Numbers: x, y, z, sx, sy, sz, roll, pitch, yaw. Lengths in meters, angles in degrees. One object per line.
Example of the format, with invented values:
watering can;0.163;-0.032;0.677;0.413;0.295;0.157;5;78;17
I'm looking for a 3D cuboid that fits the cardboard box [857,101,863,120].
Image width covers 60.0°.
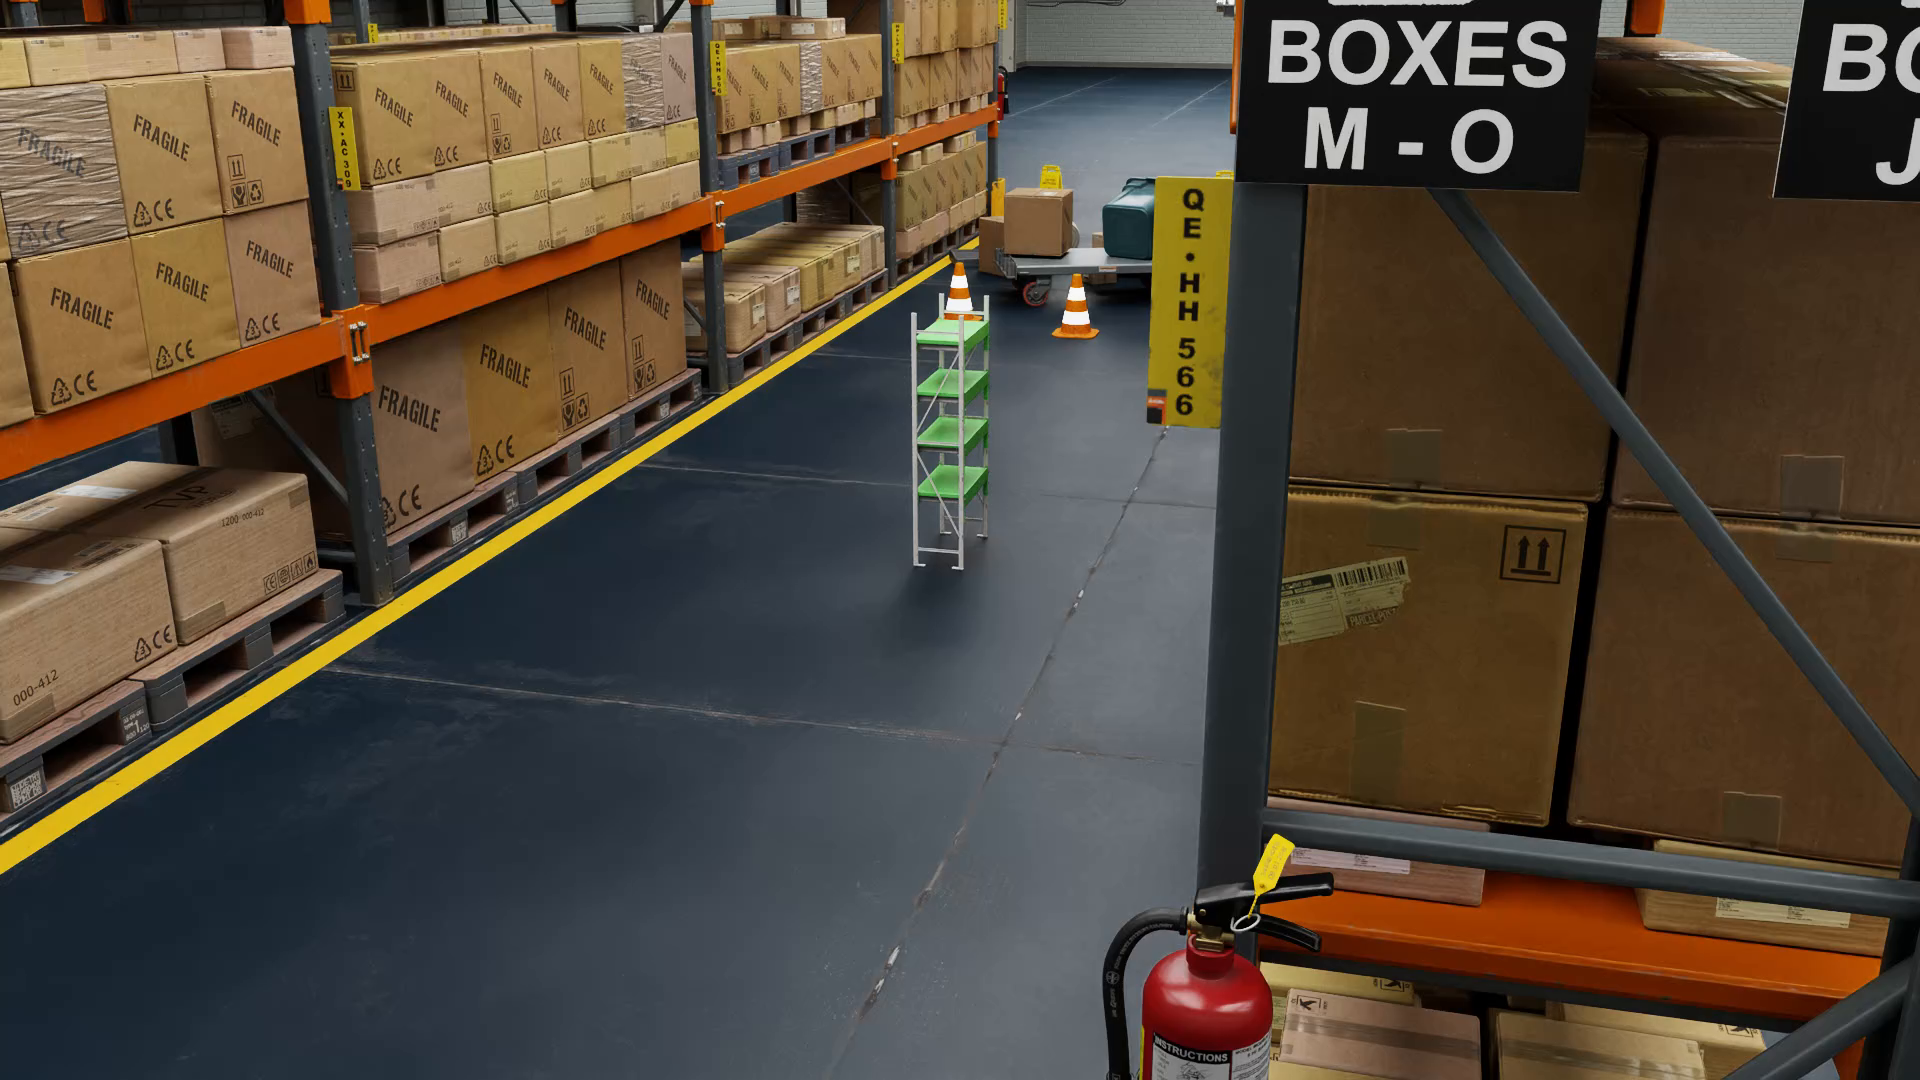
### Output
cardboard box;-1.001;-3.494;13.515;0.380;0.149;0.250;4;19;12

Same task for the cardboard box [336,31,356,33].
cardboard box;-5.937;-4.848;16.121;0.380;0.149;0.250;4;19;13

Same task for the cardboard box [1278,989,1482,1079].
cardboard box;0.832;1.051;3.311;0.380;0.149;0.250;5;19;14

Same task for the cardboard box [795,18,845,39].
cardboard box;-1.111;-3.993;12.968;0.380;0.149;0.250;4;19;12

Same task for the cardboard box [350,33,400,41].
cardboard box;-5.551;-4.731;15.780;0.380;0.149;0.250;5;19;14

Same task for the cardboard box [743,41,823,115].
cardboard box;-1.331;-3.421;12.299;0.500;0.500;0.500;4;19;11

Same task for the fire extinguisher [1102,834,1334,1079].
fire extinguisher;0.322;0.698;2.201;0.296;0.674;0.183;5;19;13

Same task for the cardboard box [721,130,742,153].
cardboard box;-1.677;-2.678;11.125;0.380;0.149;0.250;3;19;10

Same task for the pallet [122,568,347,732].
pallet;-3.278;0.381;6.746;1.003;0.211;1.213;5;19;13

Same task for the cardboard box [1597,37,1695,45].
cardboard box;1.956;-1.304;5.204;0.500;0.500;0.500;4;19;11

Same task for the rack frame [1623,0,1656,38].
rack frame;1.809;-0.812;5.923;1.000;3.000;0.127;5;19;13

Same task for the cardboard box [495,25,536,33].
cardboard box;-4.849;-5.525;18.105;0.380;0.149;0.250;5;20;15

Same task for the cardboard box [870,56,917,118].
cardboard box;-0.684;-3.982;14.591;0.500;0.500;0.500;5;19;13

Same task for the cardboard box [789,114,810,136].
cardboard box;-1.337;-3.094;12.346;0.380;0.149;0.250;5;20;15

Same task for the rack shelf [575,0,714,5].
rack shelf;-1.550;-4.131;12.113;1.077;0.370;4.000;5;19;13

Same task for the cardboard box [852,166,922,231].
cardboard box;-0.655;-3.094;15.051;0.500;0.500;0.500;6;20;16

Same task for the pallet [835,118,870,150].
pallet;-1.389;-3.360;13.680;1.003;0.211;1.213;5;19;13

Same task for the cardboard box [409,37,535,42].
cardboard box;-2.649;-2.493;9.143;0.500;0.500;0.500;5;20;15

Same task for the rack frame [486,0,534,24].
rack frame;-4.898;-5.323;19.131;1.000;3.000;0.127;5;19;13

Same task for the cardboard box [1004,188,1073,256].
cardboard box;0.672;-2.723;14.214;0.500;0.500;0.500;5;19;13

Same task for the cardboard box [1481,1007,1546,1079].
cardboard box;1.304;1.143;3.502;0.380;0.149;0.250;5;19;14

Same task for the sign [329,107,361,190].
sign;-2.477;-1.575;6.696;0.100;0.325;0.005;5;19;13

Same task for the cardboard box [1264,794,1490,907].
cardboard box;0.637;0.436;2.658;0.380;0.149;0.250;5;19;13

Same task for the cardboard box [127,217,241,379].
cardboard box;-3.002;-0.891;6.001;0.500;0.500;0.500;4;19;12

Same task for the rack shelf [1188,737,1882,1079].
rack shelf;1.320;0.156;4.204;1.077;0.370;4.000;5;19;13

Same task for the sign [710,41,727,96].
sign;-1.500;-2.930;10.333;0.100;0.325;0.005;5;19;13

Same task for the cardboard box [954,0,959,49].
cardboard box;-0.409;-4.945;15.862;0.700;0.500;0.500;5;19;13

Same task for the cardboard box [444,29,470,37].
cardboard box;-5.228;-5.130;16.949;0.380;0.149;0.250;5;19;14

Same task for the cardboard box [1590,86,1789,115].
cardboard box;1.316;-0.498;2.842;0.500;0.500;0.500;5;20;15

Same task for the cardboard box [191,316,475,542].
cardboard box;-2.942;-0.565;7.838;0.875;0.875;0.875;5;20;15

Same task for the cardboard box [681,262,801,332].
cardboard box;-1.718;-1.788;12.198;0.950;0.372;0.625;4;19;12

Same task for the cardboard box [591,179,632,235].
cardboard box;-2.159;-1.857;9.215;0.500;0.250;0.500;4;19;13

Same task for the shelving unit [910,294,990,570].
shelving unit;-0.040;-0.516;7.842;0.258;1.200;0.503;5;19;13

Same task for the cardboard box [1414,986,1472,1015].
cardboard box;0.974;1.025;3.848;0.380;0.149;0.250;4;19;13

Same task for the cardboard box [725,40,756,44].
cardboard box;-1.825;-3.468;12.436;0.500;0.500;0.500;4;19;11

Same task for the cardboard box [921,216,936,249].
cardboard box;-0.536;-2.908;15.664;0.500;0.250;0.500;6;20;16

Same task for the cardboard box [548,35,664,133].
cardboard box;-2.029;-2.601;9.460;0.500;0.500;0.500;5;19;14

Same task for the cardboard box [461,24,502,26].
cardboard box;-5.313;-5.651;18.474;0.380;0.149;0.250;5;20;15

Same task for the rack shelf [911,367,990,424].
rack shelf;-0.040;-0.683;7.785;0.258;0.148;0.480;5;19;13

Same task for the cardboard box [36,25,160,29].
cardboard box;-3.345;-1.920;6.463;0.380;0.149;0.250;4;19;13

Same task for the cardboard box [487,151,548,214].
cardboard box;-2.386;-1.774;8.199;0.500;0.250;0.500;5;19;14

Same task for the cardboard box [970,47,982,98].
cardboard box;-0.076;-4.772;16.903;0.500;0.500;0.500;5;19;14

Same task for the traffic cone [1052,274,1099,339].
traffic cone;0.892;-1.809;12.767;0.336;0.463;0.334;5;19;13

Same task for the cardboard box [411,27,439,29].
cardboard box;-5.593;-5.247;17.291;0.380;0.149;0.250;5;19;14

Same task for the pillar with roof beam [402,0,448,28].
pillar with roof beam;-1.768;-7.675;16.736;9.100;9.000;0.400;5;19;13

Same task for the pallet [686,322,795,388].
pallet;-1.846;-1.350;11.813;1.003;0.211;1.213;5;19;13

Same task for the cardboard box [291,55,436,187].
cardboard box;-2.630;-1.807;7.135;0.500;0.500;0.500;5;19;14

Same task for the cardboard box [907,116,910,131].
cardboard box;-0.662;-3.716;14.816;0.380;0.149;0.250;5;20;15

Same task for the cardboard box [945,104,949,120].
cardboard box;-0.317;-4.114;15.981;0.380;0.149;0.250;5;19;13

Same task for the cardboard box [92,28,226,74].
cardboard box;-2.952;-1.803;6.119;0.380;0.149;0.250;5;20;15

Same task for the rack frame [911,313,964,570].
rack frame;-0.100;-0.439;7.618;0.240;1.200;0.015;5;19;13

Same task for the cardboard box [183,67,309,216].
cardboard box;-2.863;-1.522;6.301;0.500;0.500;0.500;4;19;13

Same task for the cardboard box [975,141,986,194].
cardboard box;-0.027;-3.913;17.447;0.500;0.500;0.500;5;19;14

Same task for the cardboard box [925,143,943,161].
cardboard box;-0.380;-3.682;15.766;0.380;0.149;0.250;6;20;17
